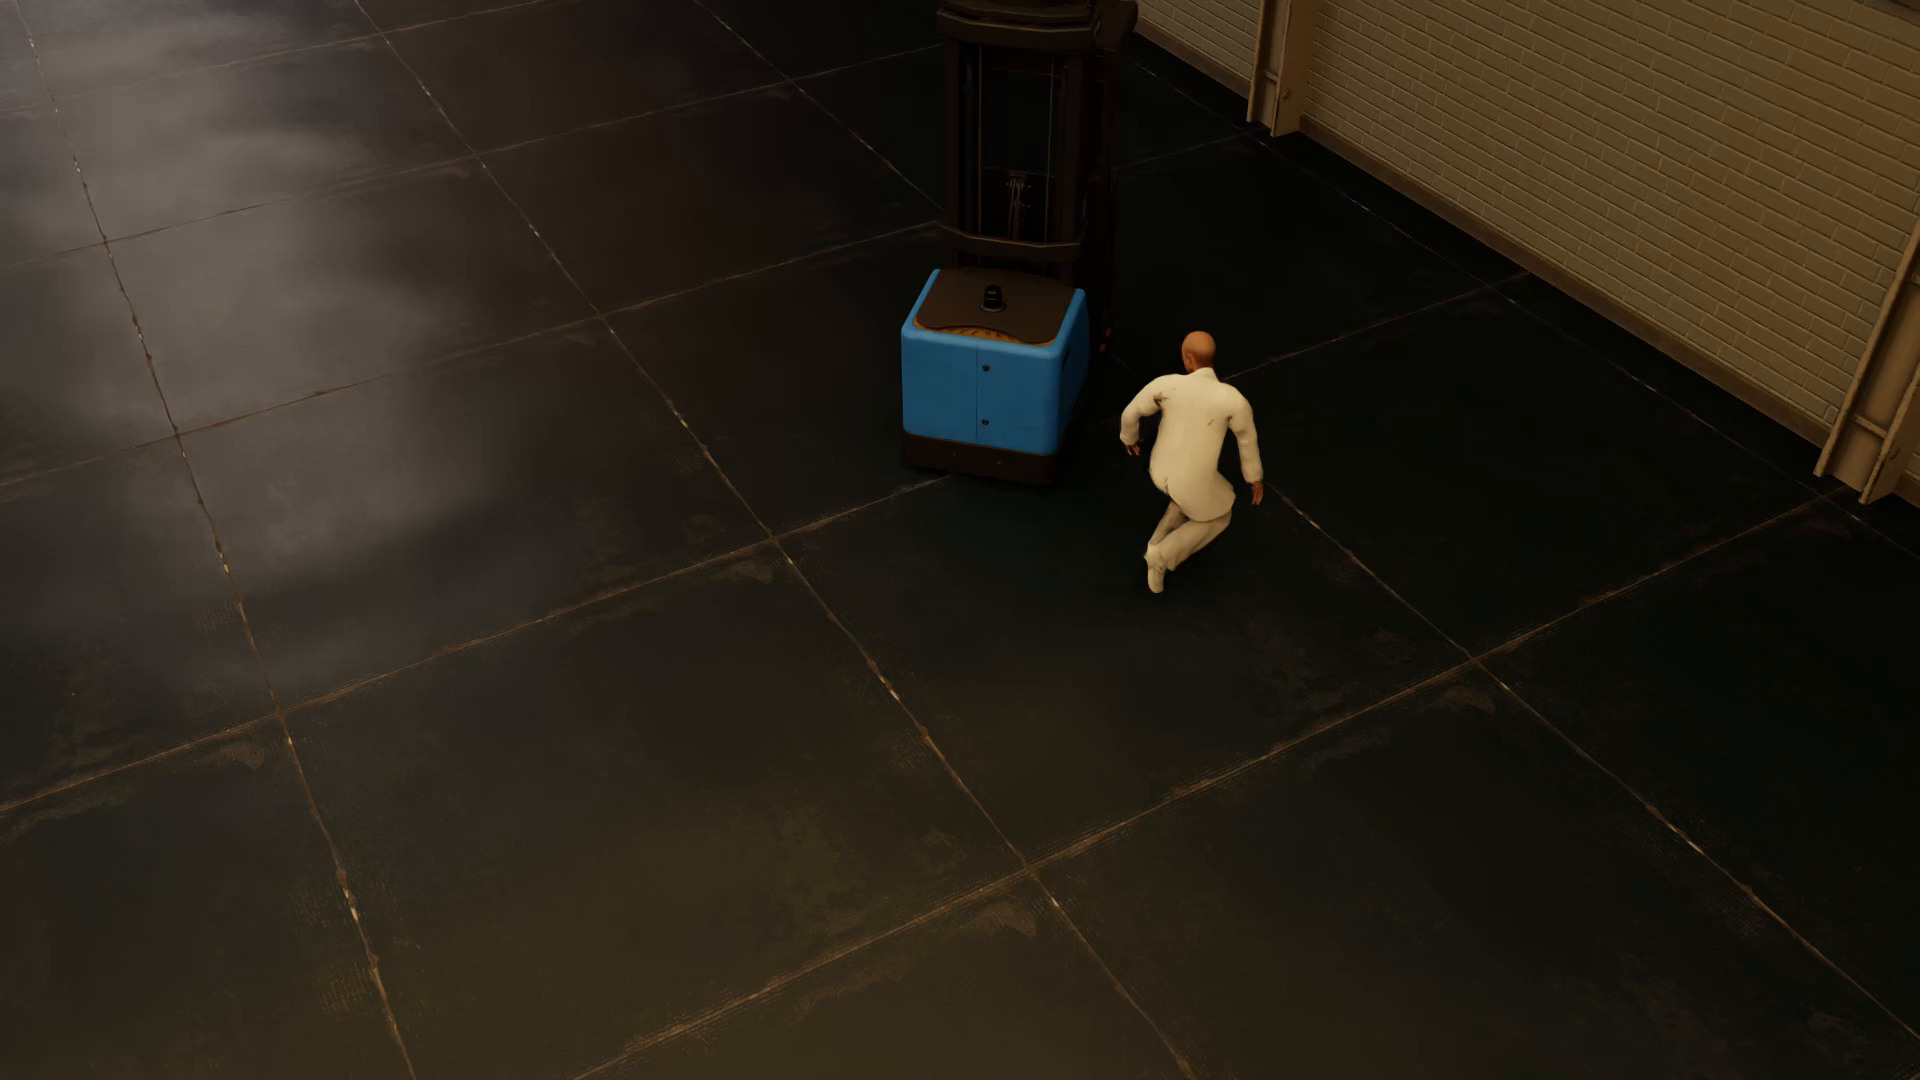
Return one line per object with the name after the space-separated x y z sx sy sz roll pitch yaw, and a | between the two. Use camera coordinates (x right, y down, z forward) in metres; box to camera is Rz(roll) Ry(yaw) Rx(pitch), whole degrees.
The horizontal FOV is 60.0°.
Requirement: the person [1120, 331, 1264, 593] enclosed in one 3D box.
1.293 -0.435 9.660 0.877 1.573 0.669 28 47 30 | person

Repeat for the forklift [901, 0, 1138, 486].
0.494 -2.423 10.958 1.130 2.935 3.031 10 41 12 | forklift
